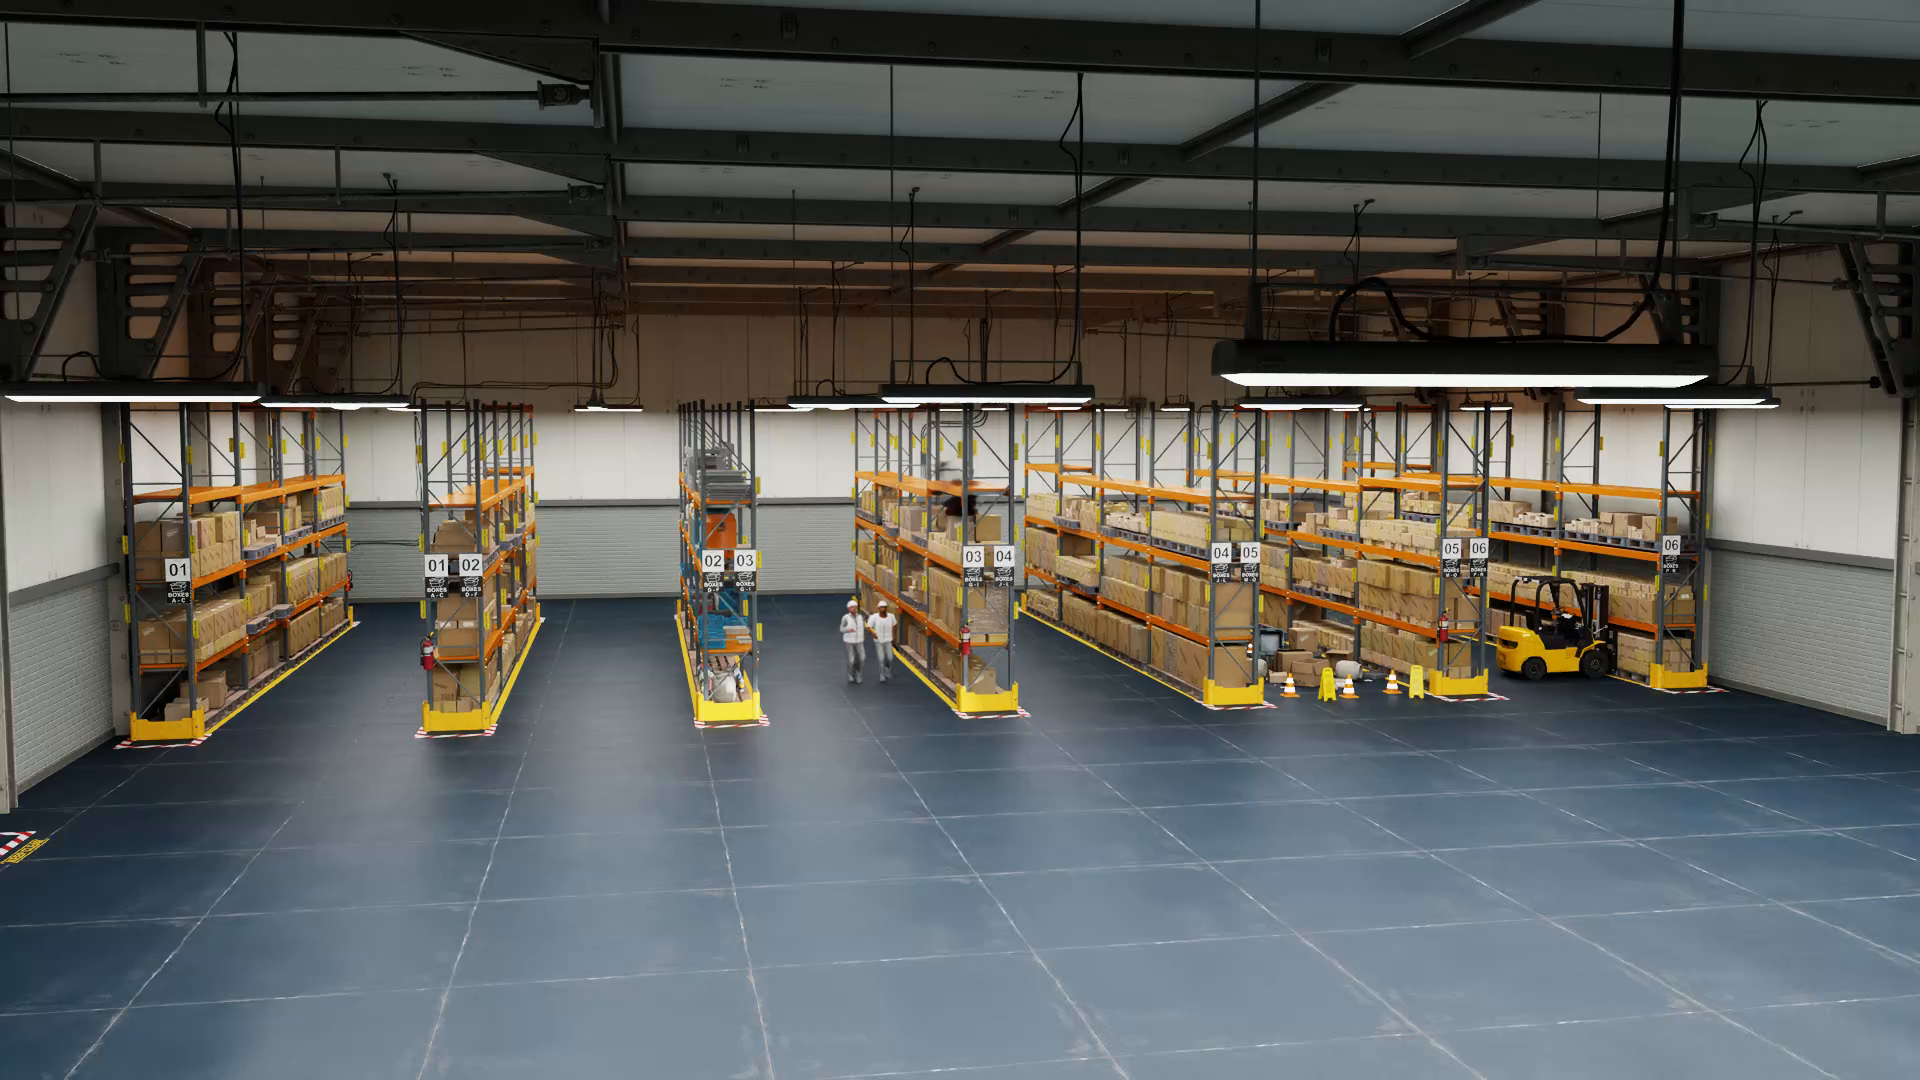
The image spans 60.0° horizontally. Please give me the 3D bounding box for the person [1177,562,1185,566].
[{"bbox_3d":[6.800,1.027,50.962,0.702,1.701,0.755,1,4,7],"label":"person"}]

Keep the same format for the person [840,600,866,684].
[{"bbox_3d":[-2.236,2.183,35.352,0.640,1.789,0.669,-2,5,-22],"label":"person"}]

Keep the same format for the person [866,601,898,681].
[{"bbox_3d":[-1.649,2.165,35.597,0.701,1.725,0.565,-1,4,-11],"label":"person"}]

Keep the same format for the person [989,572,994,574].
[{"bbox_3d":[0.733,1.257,47.804,0.749,1.729,0.674,0,4,-4],"label":"person"}]
